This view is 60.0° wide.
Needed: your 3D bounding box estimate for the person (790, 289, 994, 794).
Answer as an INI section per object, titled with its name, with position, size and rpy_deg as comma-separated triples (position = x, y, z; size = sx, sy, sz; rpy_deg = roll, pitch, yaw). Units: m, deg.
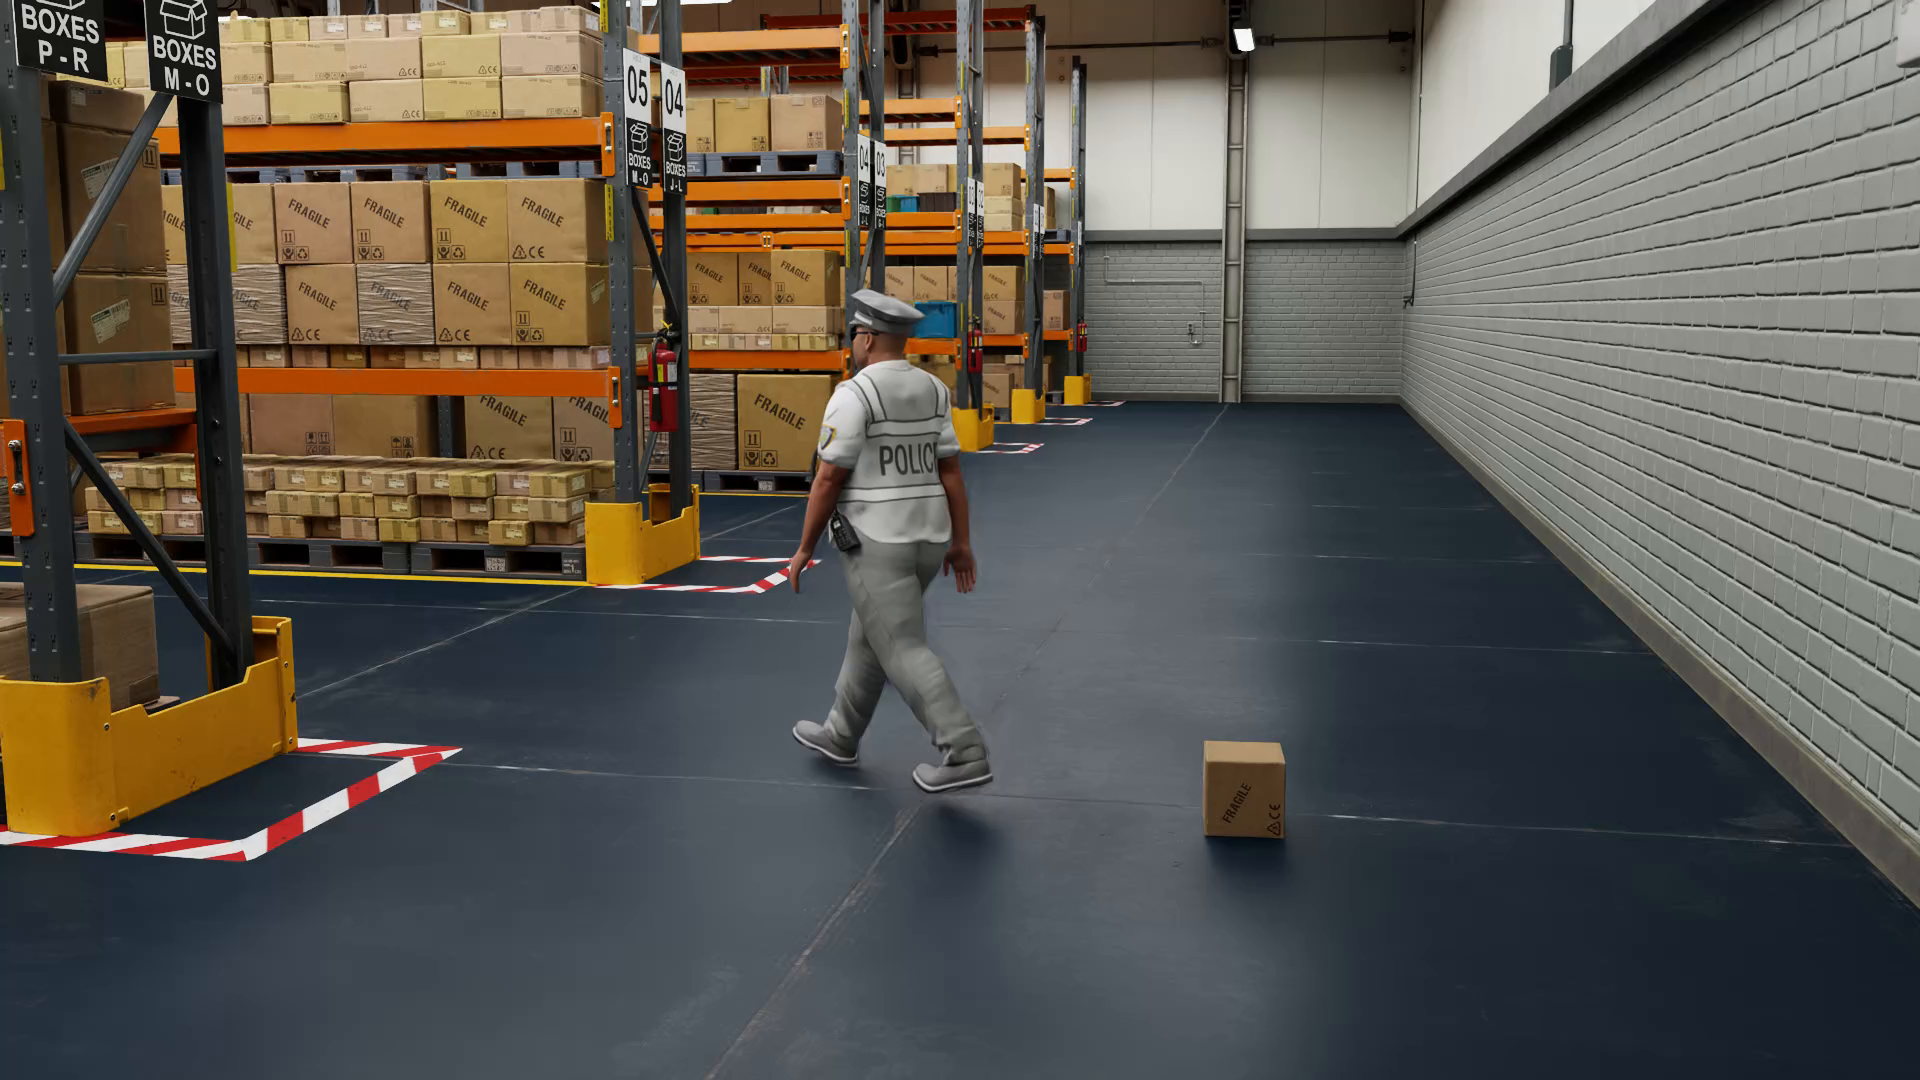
[person]
position = -0.278, -0.005, 5.794
size = 1.055, 1.725, 0.565
rpy_deg = 6, 10, 38
